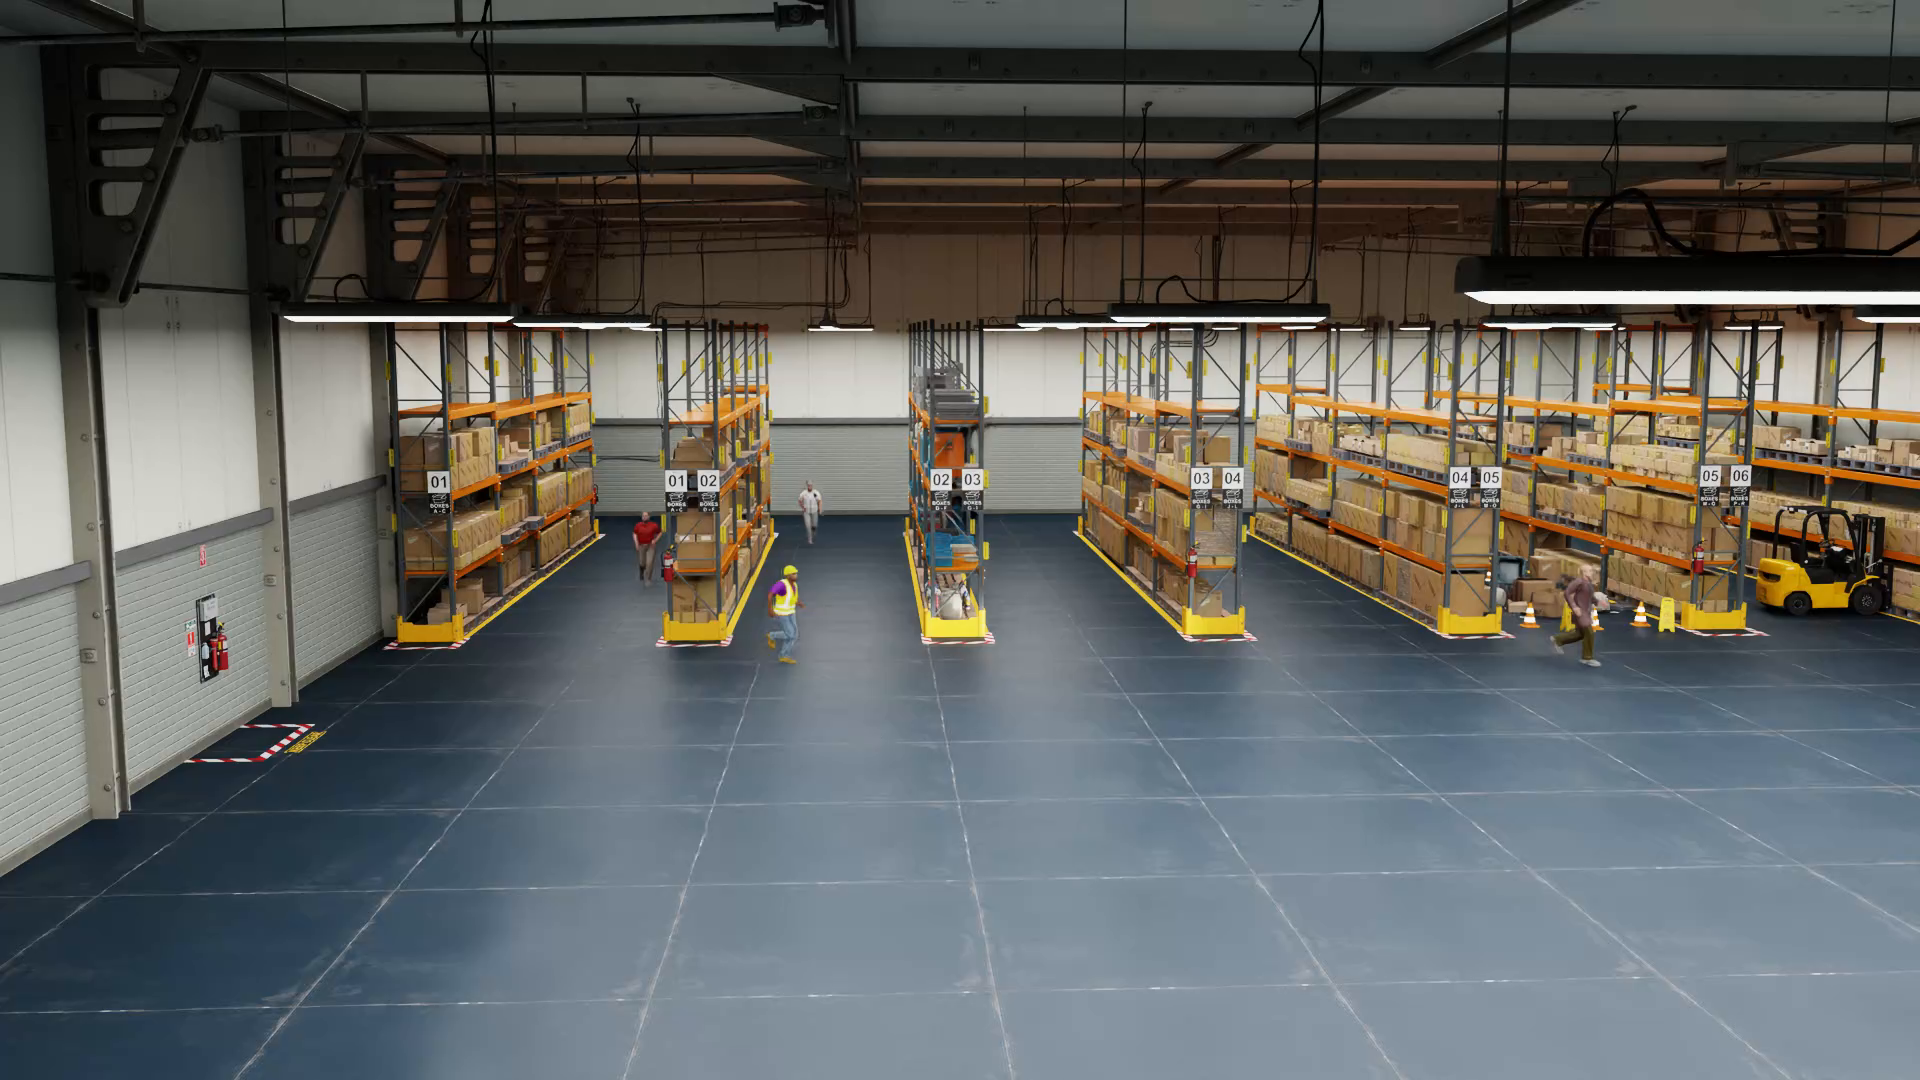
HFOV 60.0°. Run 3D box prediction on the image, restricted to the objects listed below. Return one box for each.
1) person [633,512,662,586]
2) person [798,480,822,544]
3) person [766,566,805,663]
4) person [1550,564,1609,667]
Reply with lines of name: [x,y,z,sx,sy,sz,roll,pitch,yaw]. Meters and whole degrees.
person: [-7.157,0.194,38.084,0.653,1.700,0.645,0,7,-3]
person: [-4.123,-0.787,45.827,0.665,1.746,0.578,-1,7,-8]
person: [-3.067,1.300,29.129,0.688,1.714,0.744,4,8,27]
person: [10.756,1.381,29.016,0.959,1.562,0.689,6,9,41]
